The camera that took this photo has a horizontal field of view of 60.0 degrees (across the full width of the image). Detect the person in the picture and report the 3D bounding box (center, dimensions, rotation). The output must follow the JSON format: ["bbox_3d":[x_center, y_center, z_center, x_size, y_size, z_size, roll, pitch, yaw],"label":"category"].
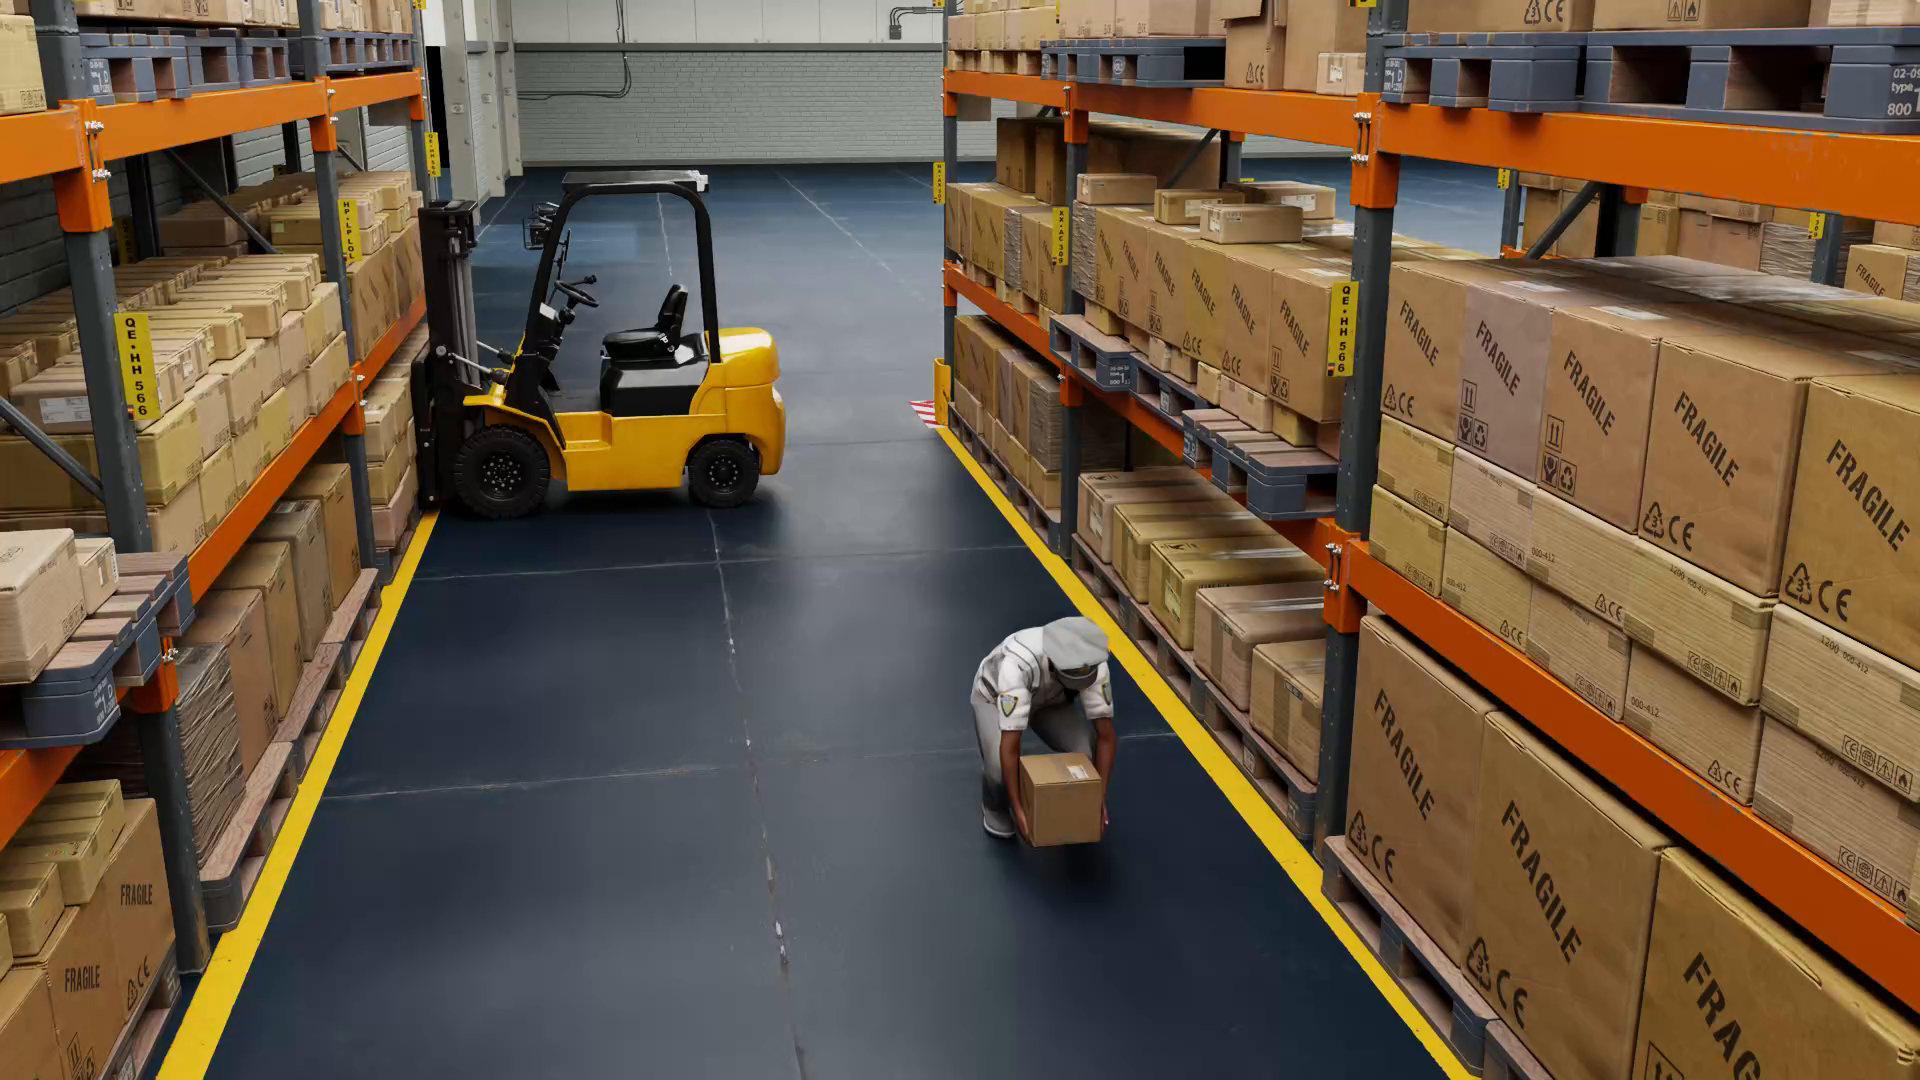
[{"bbox_3d":[0.316,0.695,6.410,0.480,0.978,0.832,-3,17,-11],"label":"person"}]
